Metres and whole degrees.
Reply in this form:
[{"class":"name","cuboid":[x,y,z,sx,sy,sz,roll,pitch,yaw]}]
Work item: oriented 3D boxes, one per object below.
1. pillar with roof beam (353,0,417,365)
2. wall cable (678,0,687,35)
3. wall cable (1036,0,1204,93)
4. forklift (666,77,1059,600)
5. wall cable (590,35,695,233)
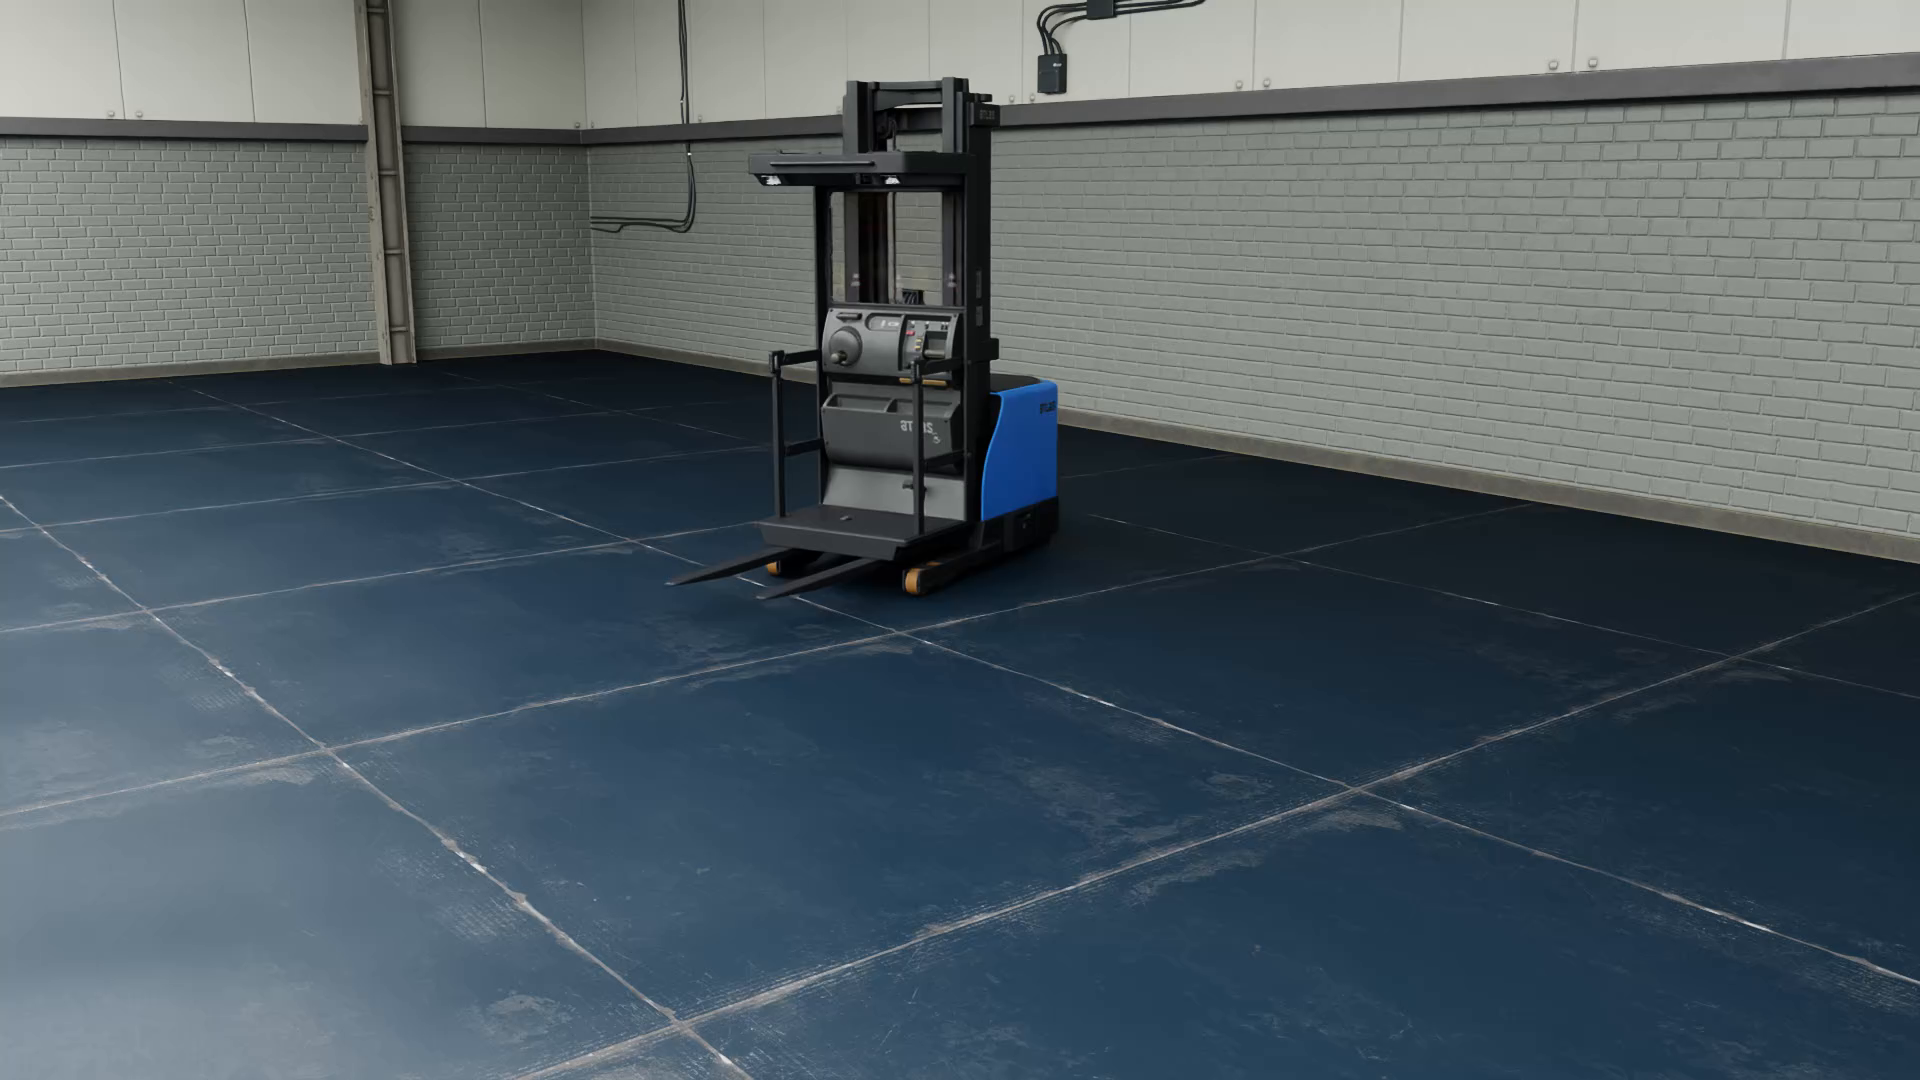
[{"class":"pillar with roof beam","cuboid":[-4.860,-6.086,18.127,0.400,9.000,9.100,-9,15,-38]},{"class":"wall cable","cuboid":[-2.733,-7.465,19.937,0.112,2.526,3.097,-9,15,-38]},{"class":"wall cable","cuboid":[1.495,-7.074,14.591,0.169,6.003,2.305,-9,15,-38]},{"class":"forklift","cuboid":[-0.528,-1.218,9.808,1.130,2.935,3.031,7,14,30]},{"class":"wall cable","cuboid":[-4.423,-5.434,22.528,0.112,2.526,3.097,-9,15,-38]}]
